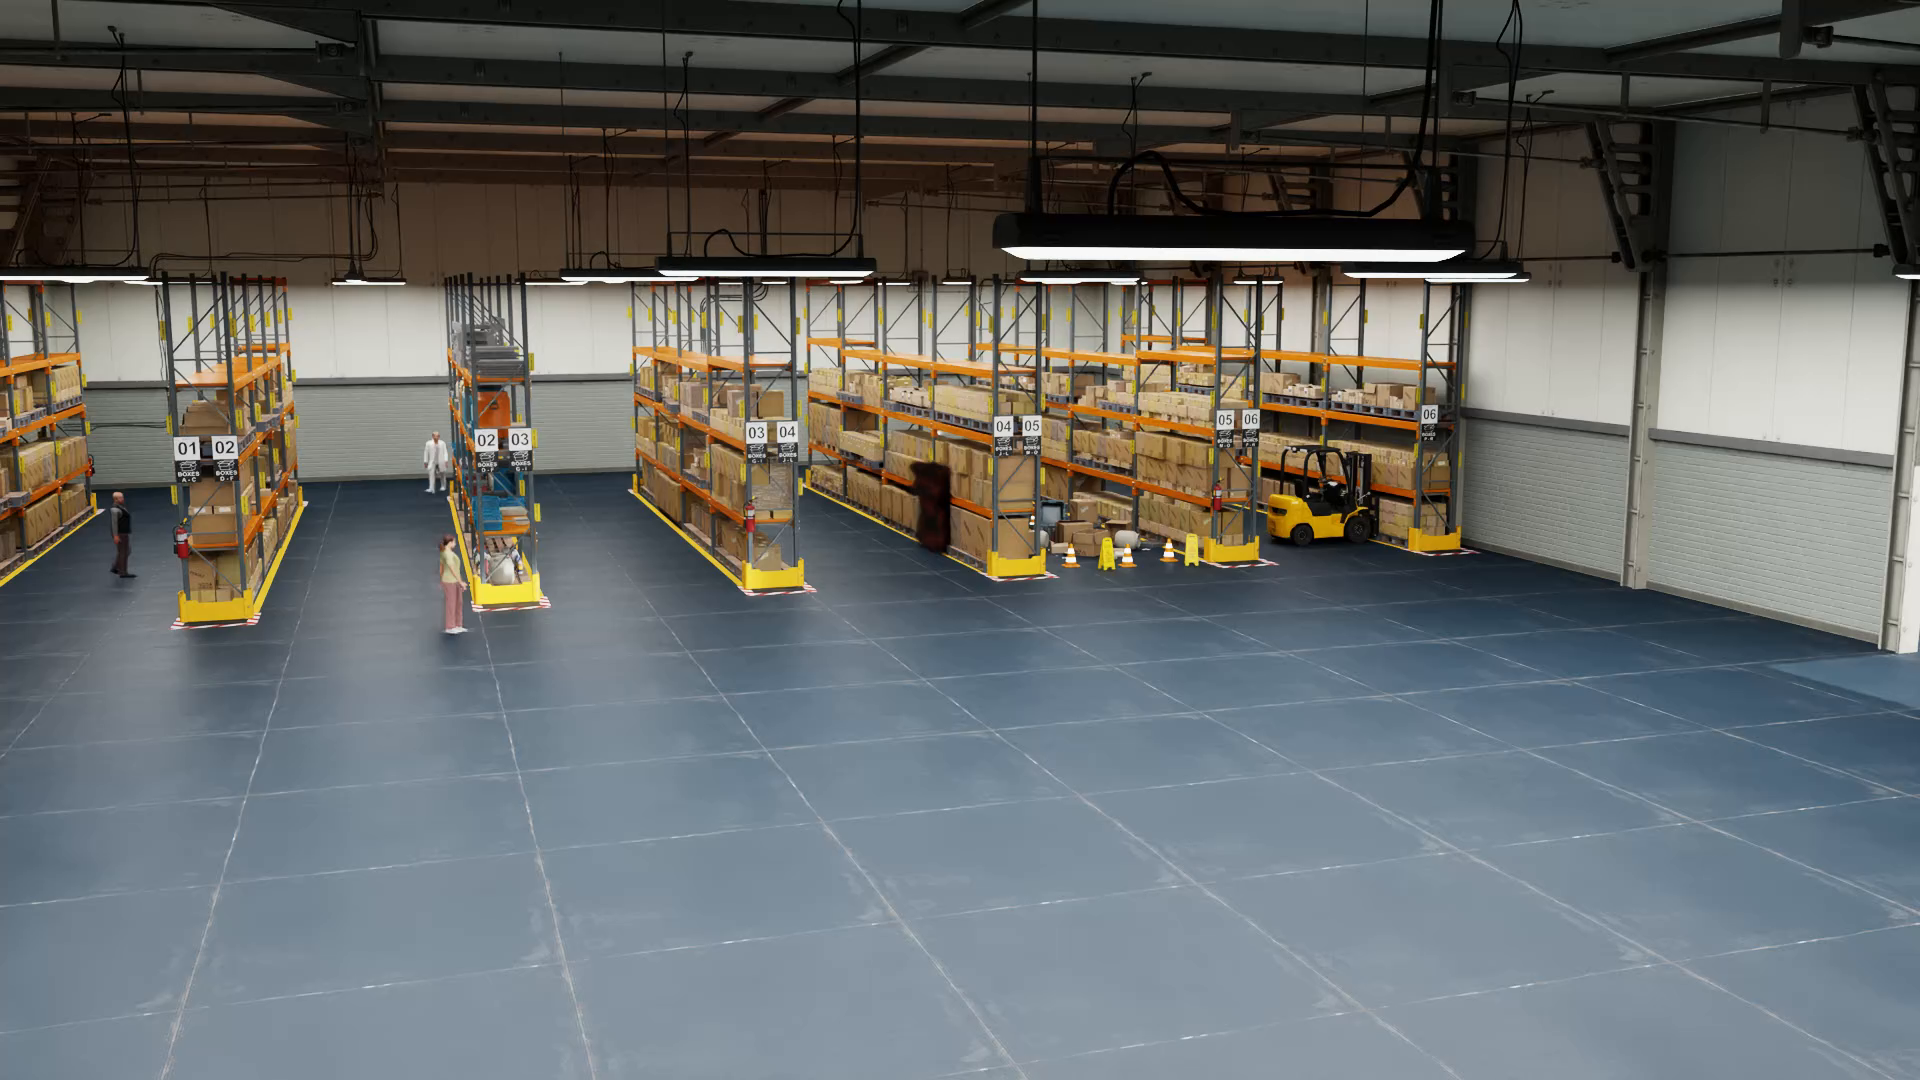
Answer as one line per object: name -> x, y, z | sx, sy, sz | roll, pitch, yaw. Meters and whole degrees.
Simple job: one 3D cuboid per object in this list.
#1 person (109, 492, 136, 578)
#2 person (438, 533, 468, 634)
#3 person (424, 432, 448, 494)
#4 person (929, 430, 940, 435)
person -> -16.664, -0.104, 33.012 | 0.446, 1.729, 0.551 | -6, 10, -32
person -> -8.479, 0.740, 27.753 | 0.570, 1.714, 0.482 | 0, 9, -2
person -> -14.727, -2.184, 46.713 | 0.677, 1.727, 1.112 | -1, 9, -9
person -> -0.819, -2.784, 50.852 | 0.470, 1.661, 0.425 | -3, 9, -22
